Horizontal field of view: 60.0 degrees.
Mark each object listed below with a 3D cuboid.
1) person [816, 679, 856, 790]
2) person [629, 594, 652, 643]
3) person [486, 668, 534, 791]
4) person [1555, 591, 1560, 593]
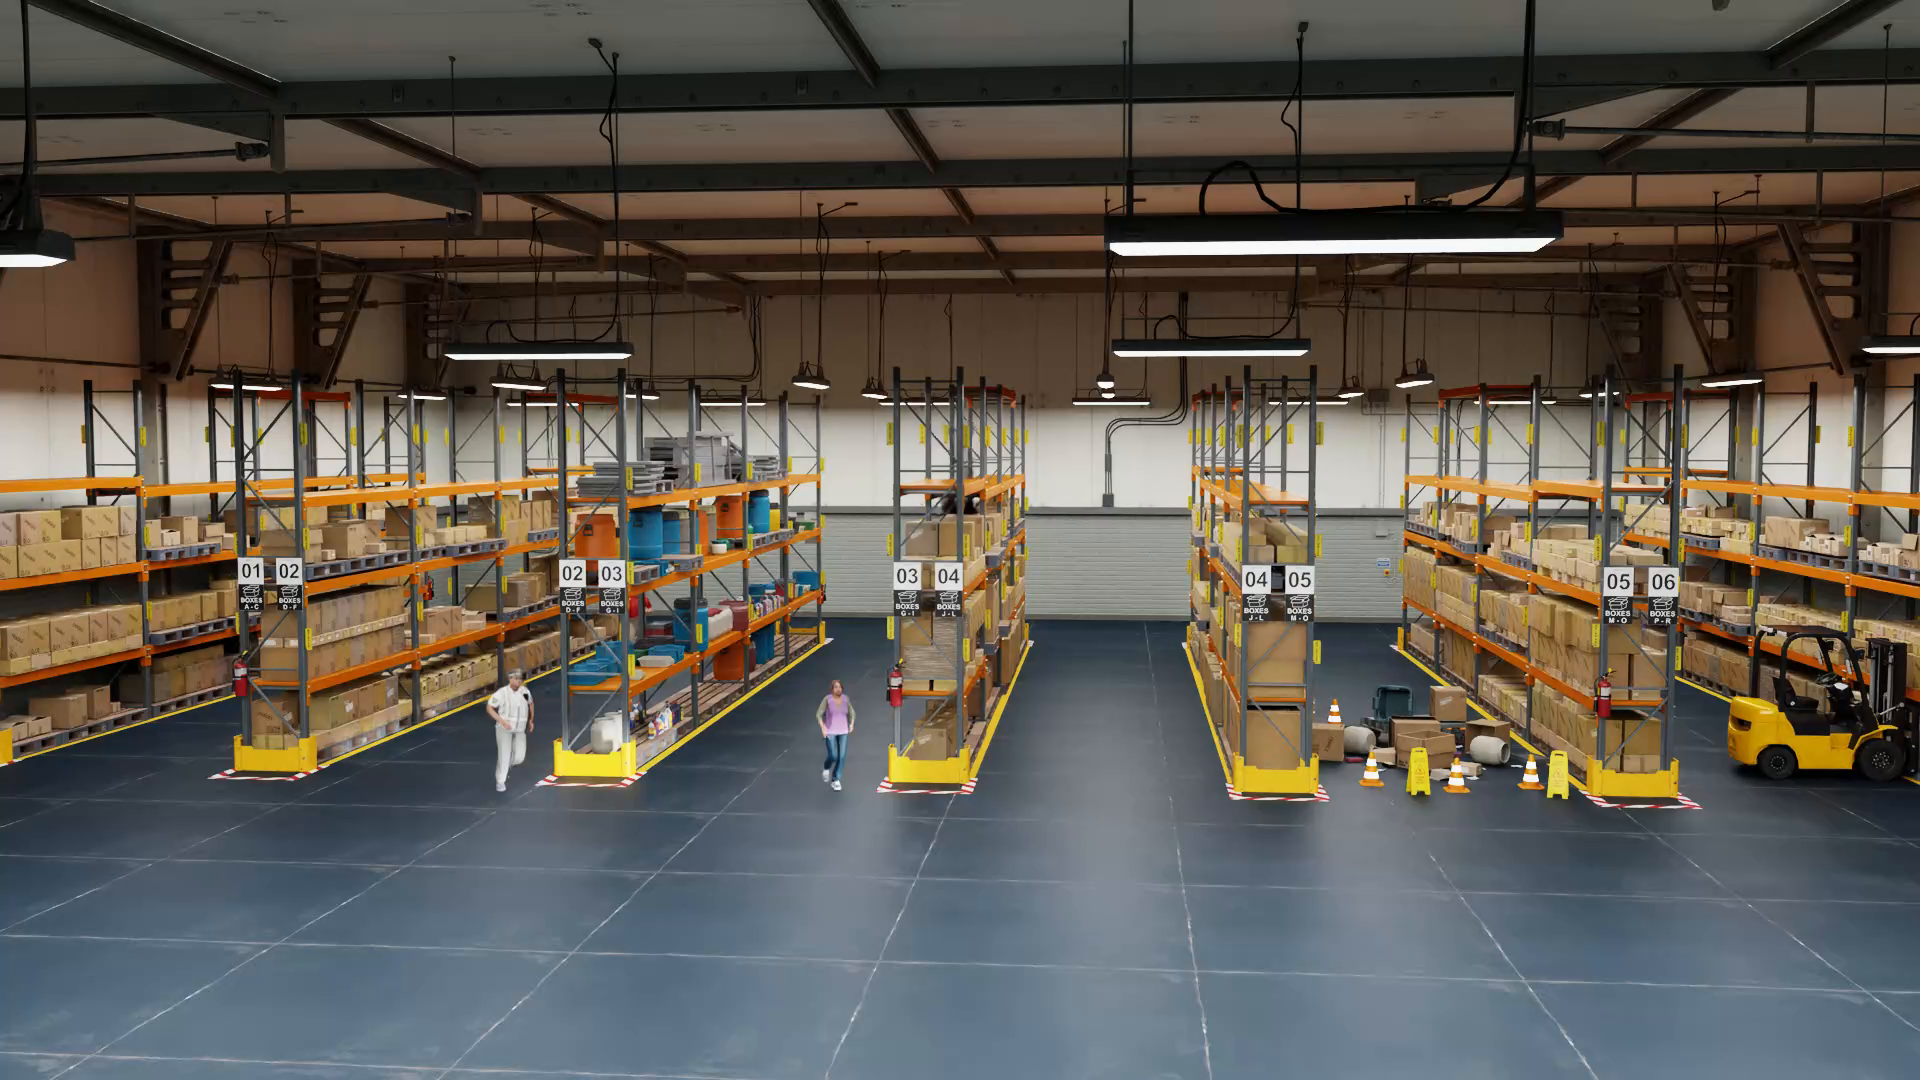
[{"bbox_3d":[-1.753,2.757,23.665,0.554,1.570,0.538,-1,4,-20],"label":"person"},{"bbox_3d":[-7.170,1.855,36.935,0.664,1.738,0.956,0,4,1],"label":"person"},{"bbox_3d":[-6.389,2.679,23.752,0.754,1.717,0.532,-3,5,-39],"label":"person"},{"bbox_3d":[12.907,1.922,35.948,0.557,1.681,0.901,-1,4,-14],"label":"person"}]
